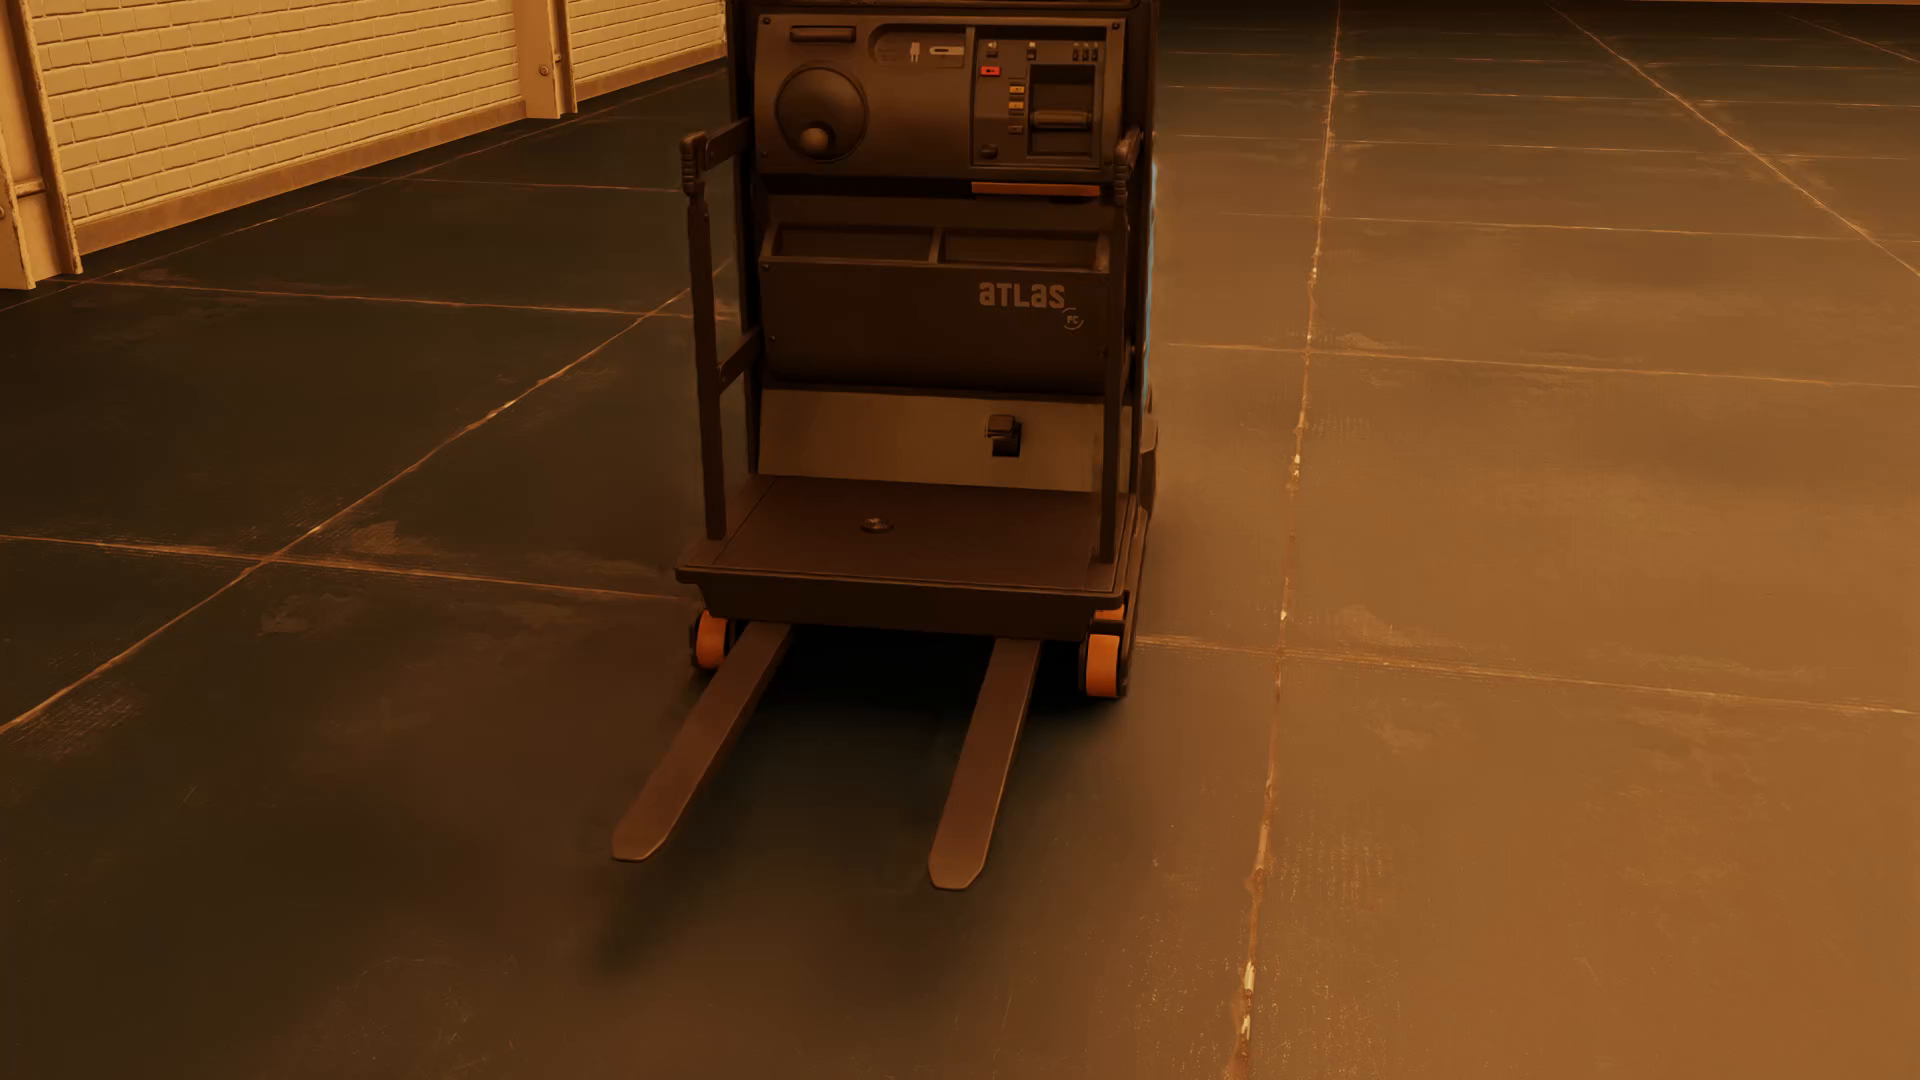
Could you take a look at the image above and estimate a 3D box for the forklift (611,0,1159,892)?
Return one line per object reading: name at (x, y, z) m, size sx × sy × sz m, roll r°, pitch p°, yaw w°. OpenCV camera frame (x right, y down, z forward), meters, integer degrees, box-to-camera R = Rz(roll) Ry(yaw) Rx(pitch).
forklift at (-0.088, -1.102, 3.970) m, size 1.130 × 2.935 × 3.031 m, roll 3°, pitch 22°, yaw 8°
